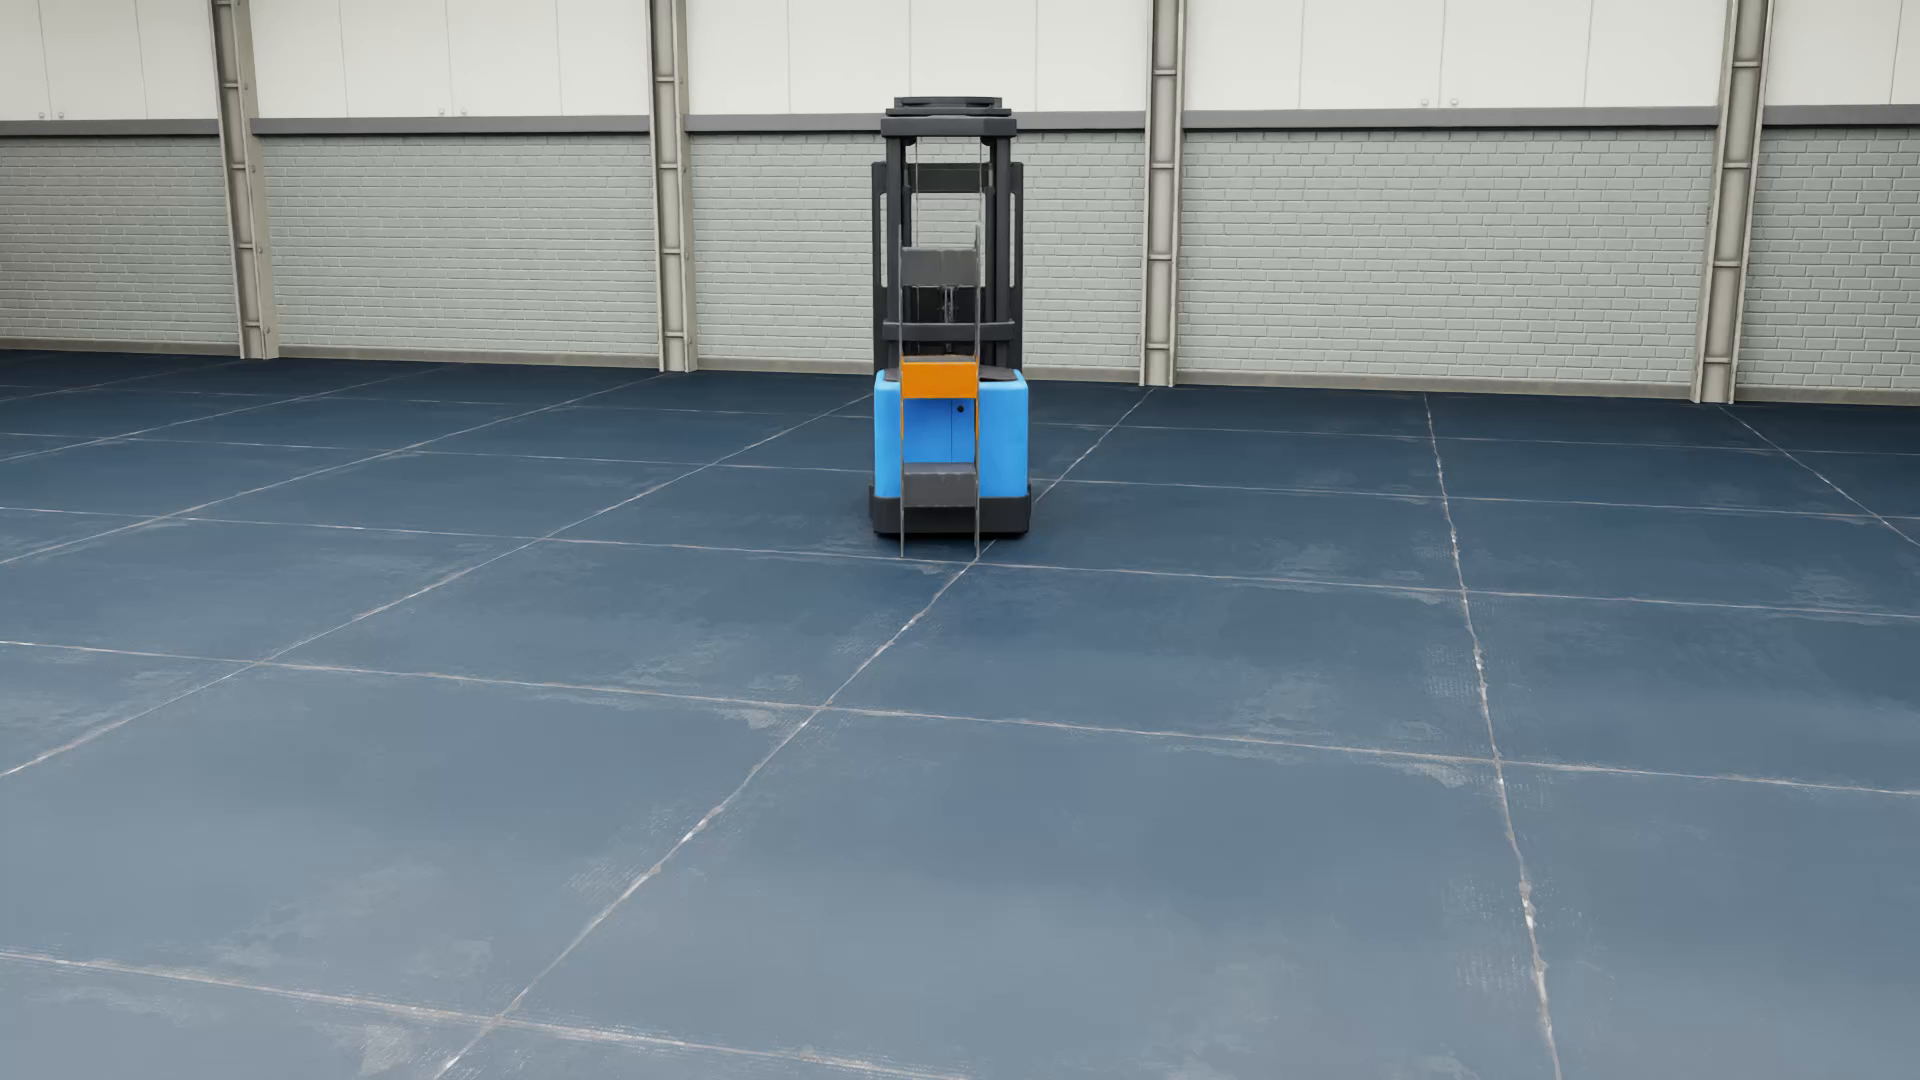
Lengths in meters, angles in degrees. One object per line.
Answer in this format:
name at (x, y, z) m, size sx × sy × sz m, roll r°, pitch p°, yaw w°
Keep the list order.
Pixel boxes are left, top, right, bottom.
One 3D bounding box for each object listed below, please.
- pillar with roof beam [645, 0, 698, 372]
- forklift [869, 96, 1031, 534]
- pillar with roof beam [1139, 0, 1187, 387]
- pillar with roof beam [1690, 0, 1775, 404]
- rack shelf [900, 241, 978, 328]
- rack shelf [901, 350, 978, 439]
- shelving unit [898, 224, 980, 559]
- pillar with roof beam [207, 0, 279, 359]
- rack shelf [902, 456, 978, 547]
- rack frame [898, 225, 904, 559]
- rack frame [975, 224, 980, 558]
pillar with roof beam at (-4.548, -5.612, 15.751) m, size 0.400 × 9.000 × 9.100 m, roll 3°, pitch 13°, yaw 14°
forklift at (-0.097, -1.737, 12.294) m, size 1.130 × 2.935 × 3.031 m, roll 0°, pitch 13°, yaw -2°
pillar with roof beam at (1.277, -5.300, 14.348) m, size 0.400 × 9.000 × 9.100 m, roll 3°, pitch 13°, yaw 14°
pillar with roof beam at (7.102, -4.989, 12.945) m, size 0.400 × 9.000 × 9.100 m, roll 3°, pitch 13°, yaw 14°
rack shelf at (-0.134, -1.619, 10.514) m, size 0.480 × 0.518 × 0.431 m, roll 0°, pitch 13°, yaw -2°
rack shelf at (-0.134, -0.936, 10.666) m, size 0.480 × 0.518 × 0.431 m, roll 0°, pitch 13°, yaw -2°
shelving unit at (-0.134, -0.949, 10.663) m, size 0.503 × 2.100 × 0.431 m, roll 0°, pitch 13°, yaw -2°
pillar with roof beam at (-10.373, -5.923, 17.155) m, size 0.400 × 9.000 × 9.100 m, roll 3°, pitch 13°, yaw 14°
rack shelf at (-0.134, -0.252, 10.818) m, size 0.480 × 0.518 × 0.431 m, roll 0°, pitch 13°, yaw -2°
rack frame at (-0.378, -0.947, 10.656) m, size 0.015 × 2.100 × 0.400 m, roll 0°, pitch 13°, yaw -2°
rack frame at (0.110, -0.950, 10.670) m, size 0.015 × 2.100 × 0.400 m, roll 0°, pitch 13°, yaw -2°
